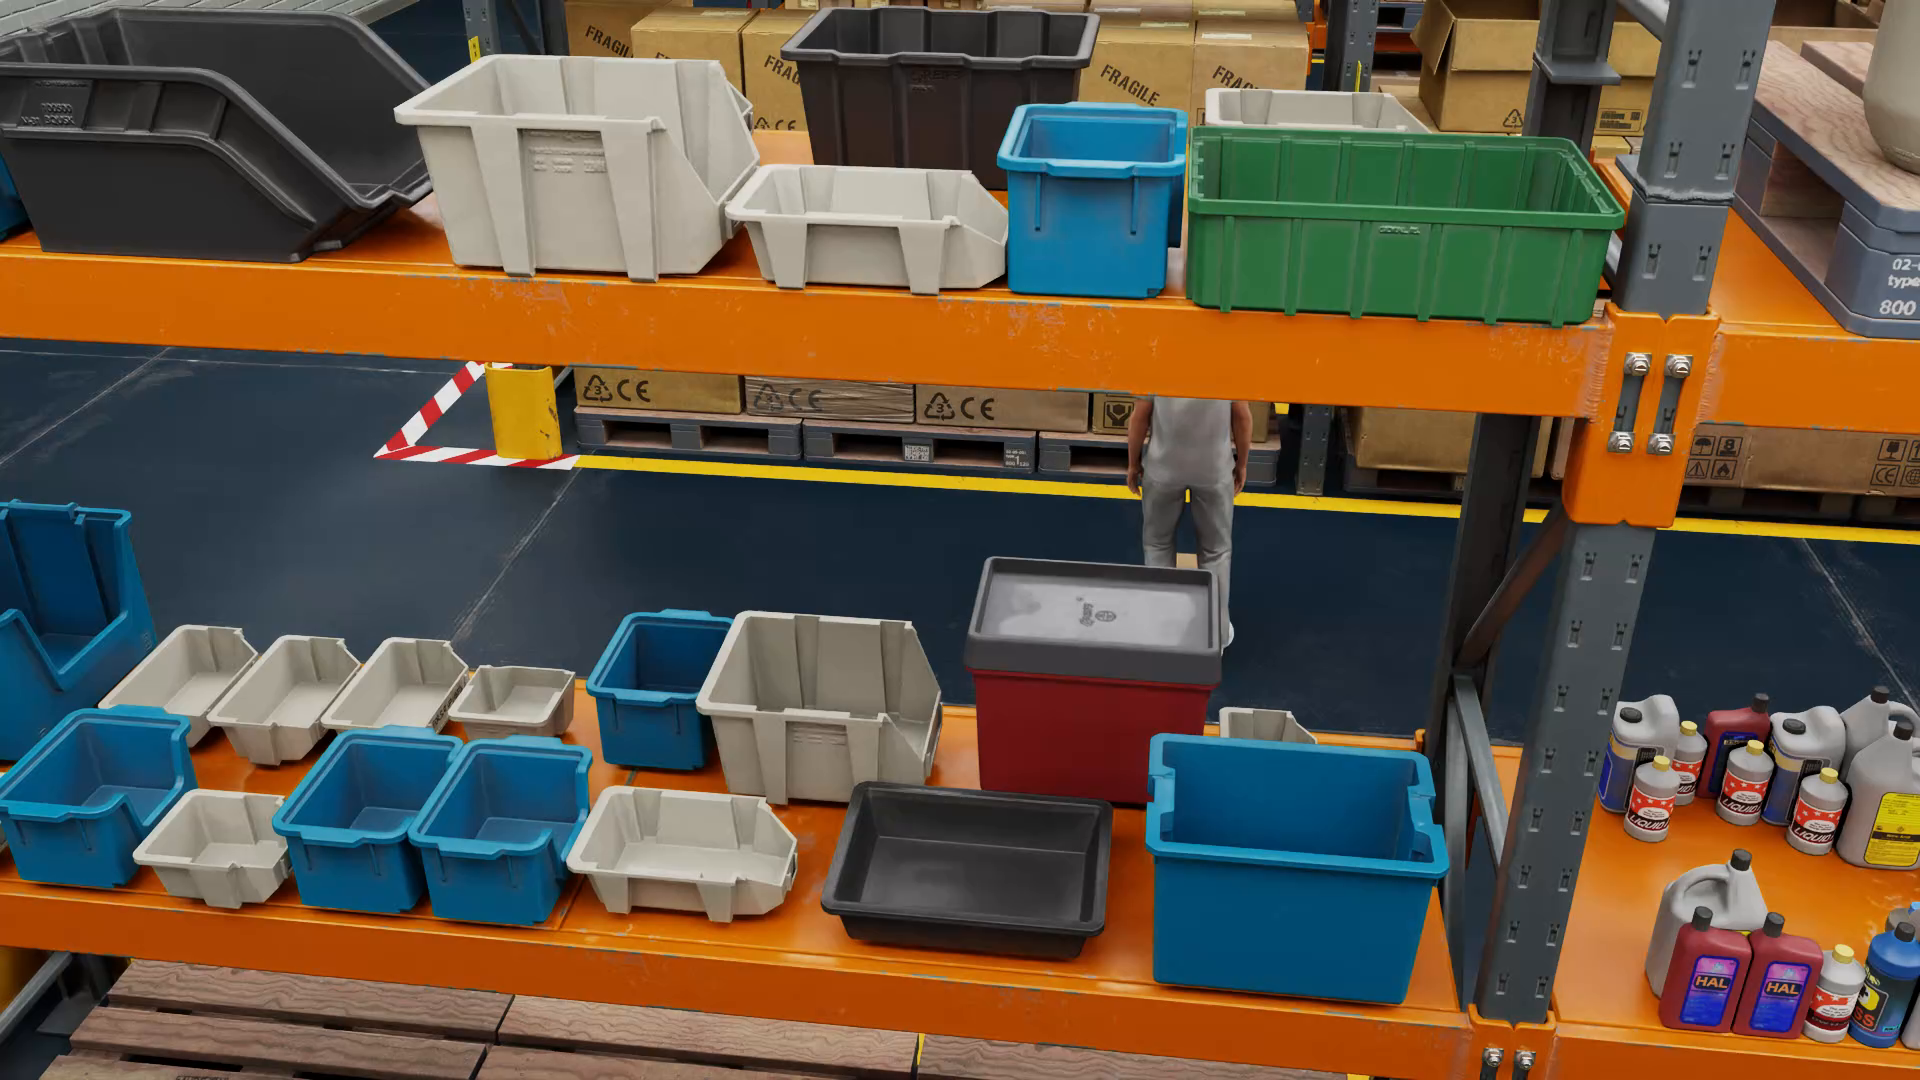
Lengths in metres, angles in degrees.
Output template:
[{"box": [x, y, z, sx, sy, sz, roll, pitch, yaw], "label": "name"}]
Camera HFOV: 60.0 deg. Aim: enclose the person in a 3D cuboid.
[{"box": [0.915, -0.293, 6.666, 0.503, 1.671, 0.416, 2, 29, 4], "label": "person"}]
